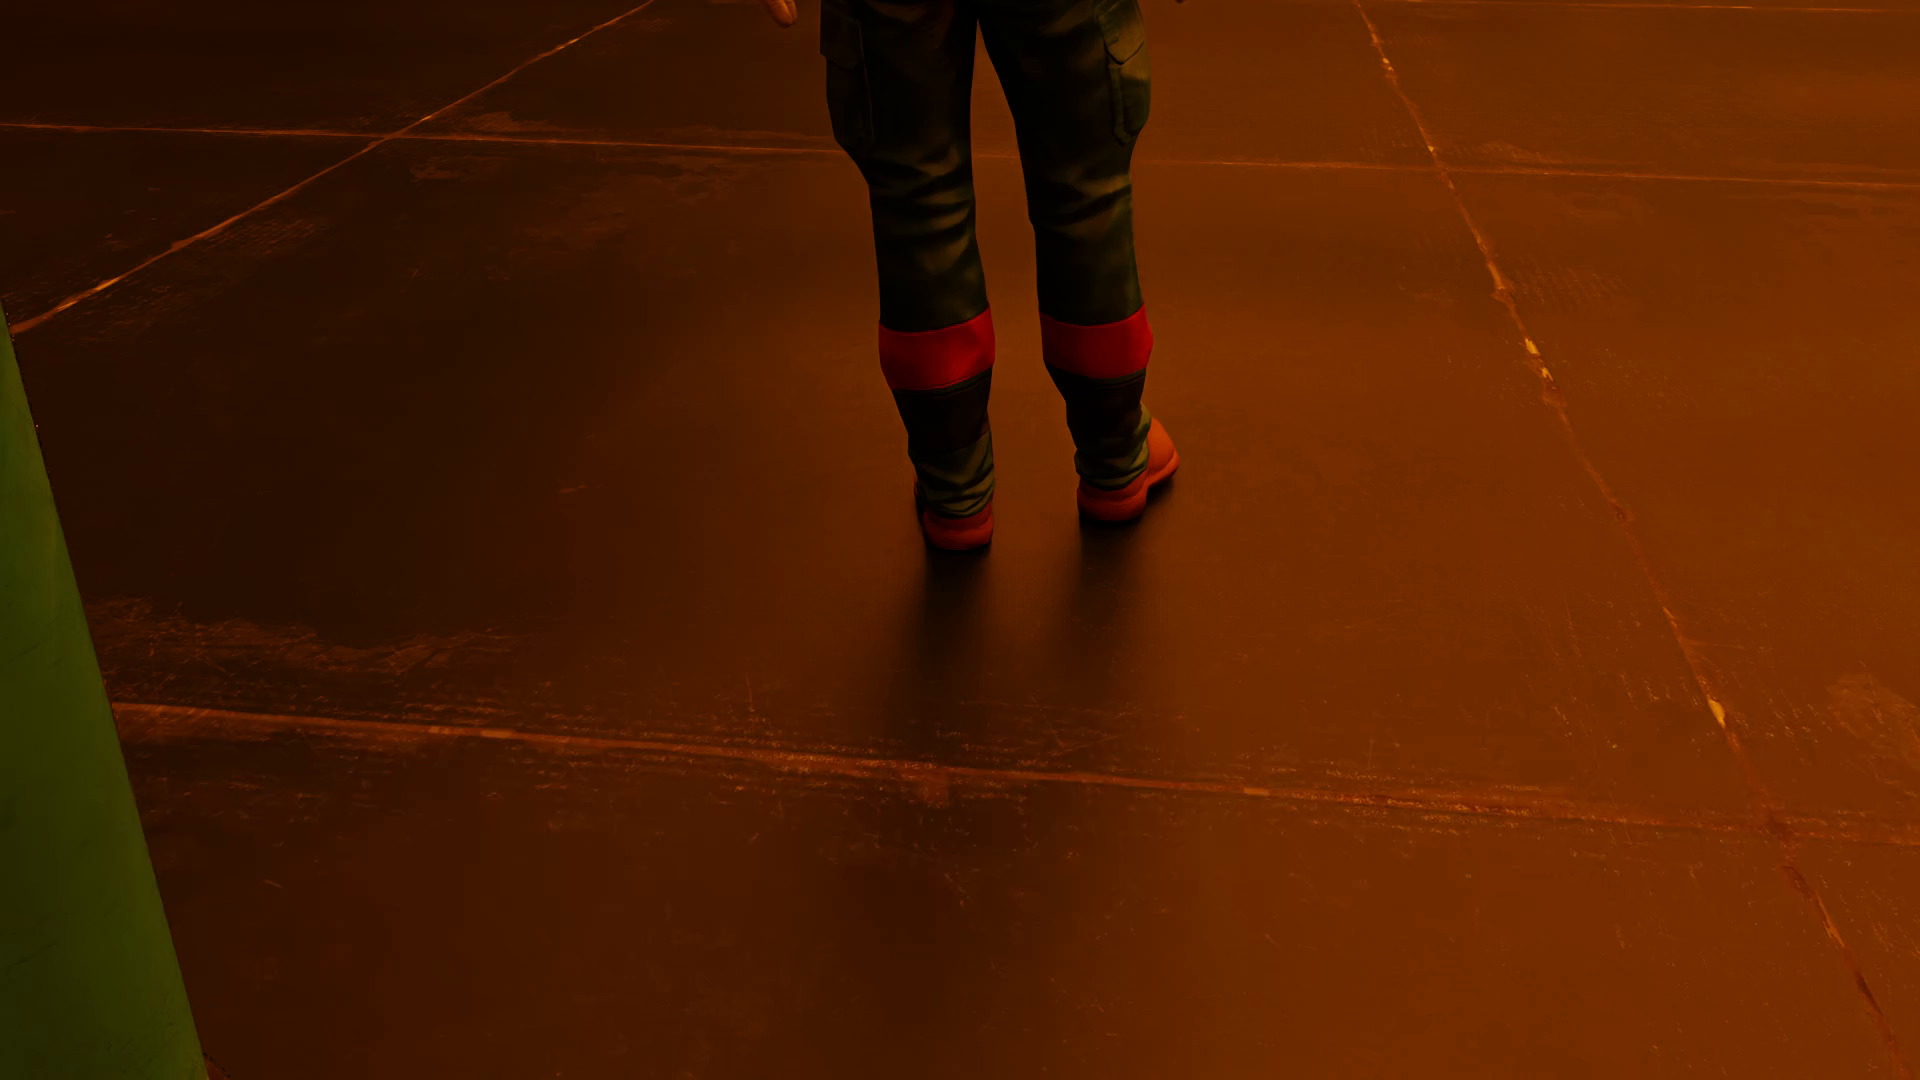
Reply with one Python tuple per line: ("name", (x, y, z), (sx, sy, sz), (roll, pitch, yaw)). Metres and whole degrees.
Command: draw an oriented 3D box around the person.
("person", (0.023, -0.842, 2.168), (0.637, 1.790, 0.562), (3, 27, 7))
